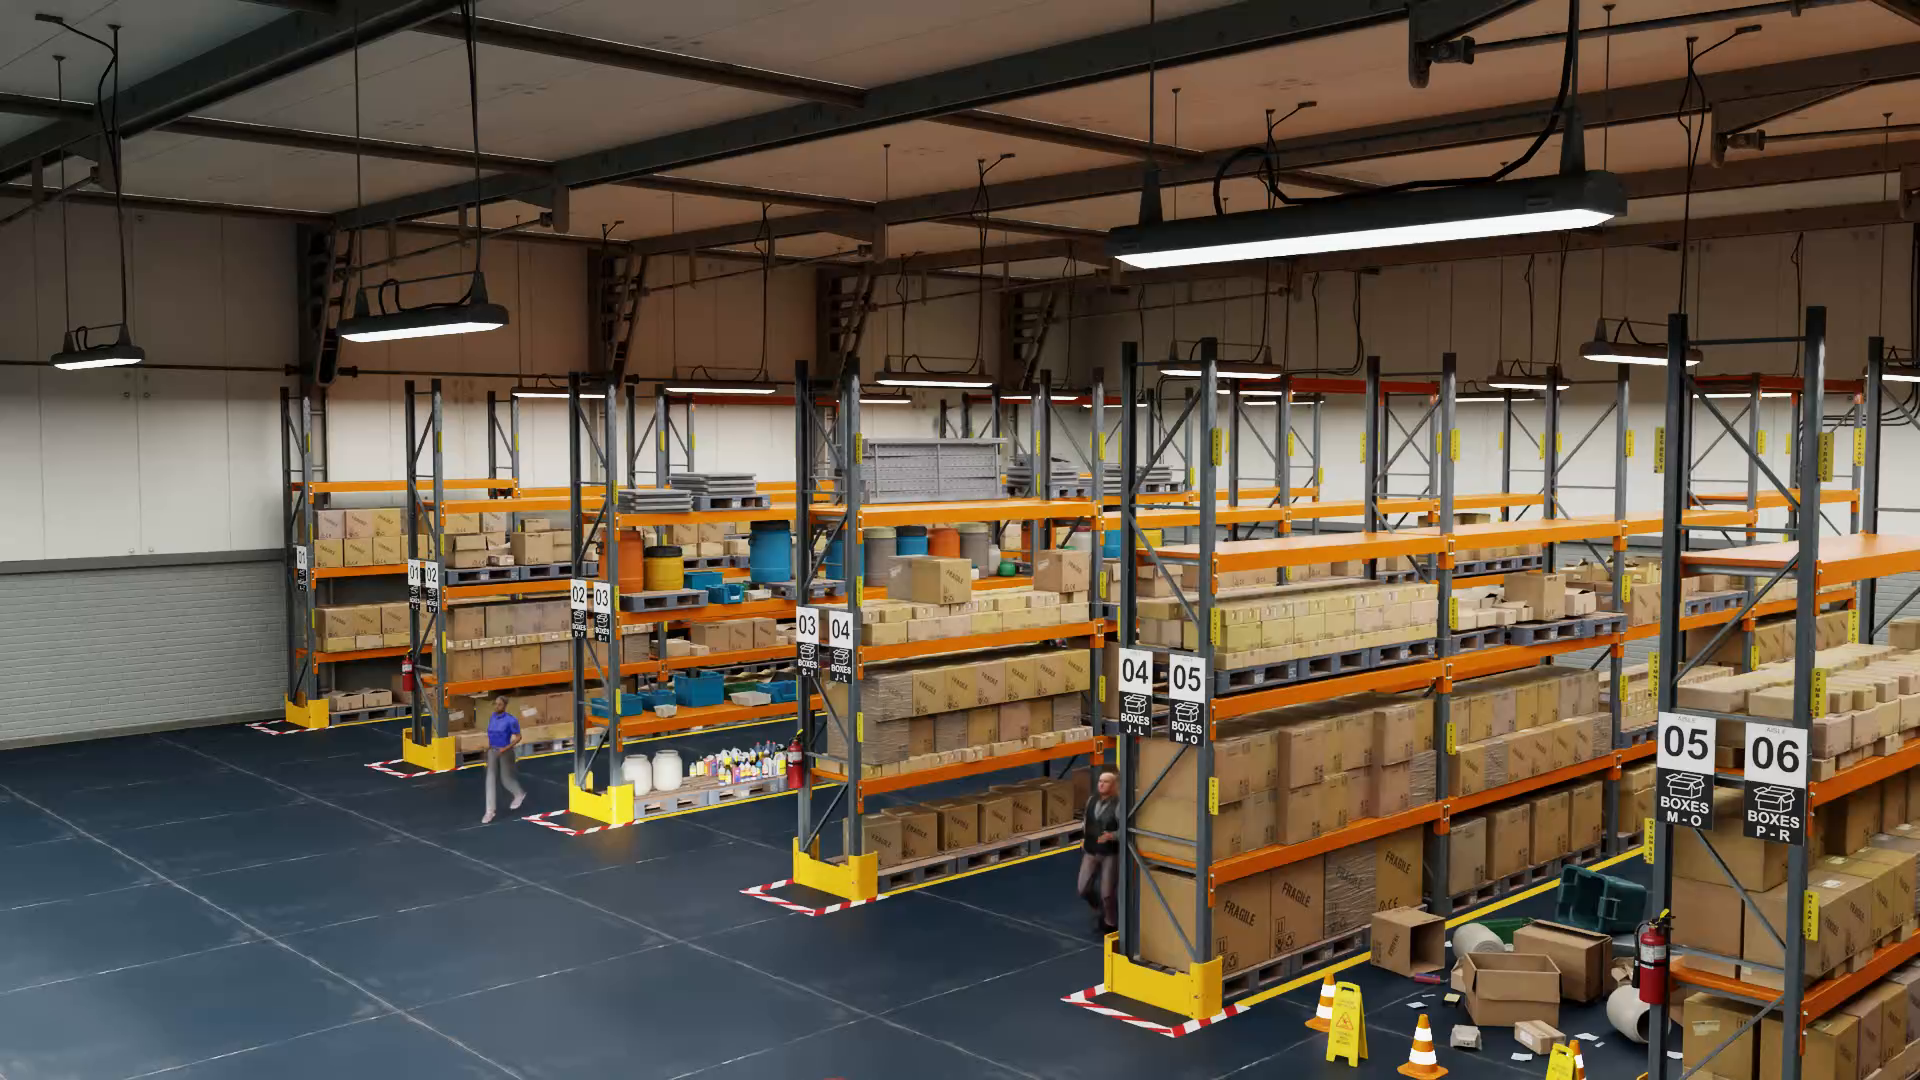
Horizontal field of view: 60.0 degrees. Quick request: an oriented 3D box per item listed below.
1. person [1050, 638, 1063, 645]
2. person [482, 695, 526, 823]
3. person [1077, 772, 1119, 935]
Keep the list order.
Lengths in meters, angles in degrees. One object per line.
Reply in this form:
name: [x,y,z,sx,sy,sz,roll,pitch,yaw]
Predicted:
person: [1.914,2.202,32.568,0.656,1.786,0.930,3,5,40]
person: [-6.153,2.916,22.395,0.581,1.642,0.867,1,4,16]
person: [1.437,3.224,17.008,0.648,1.683,0.600,2,4,33]
